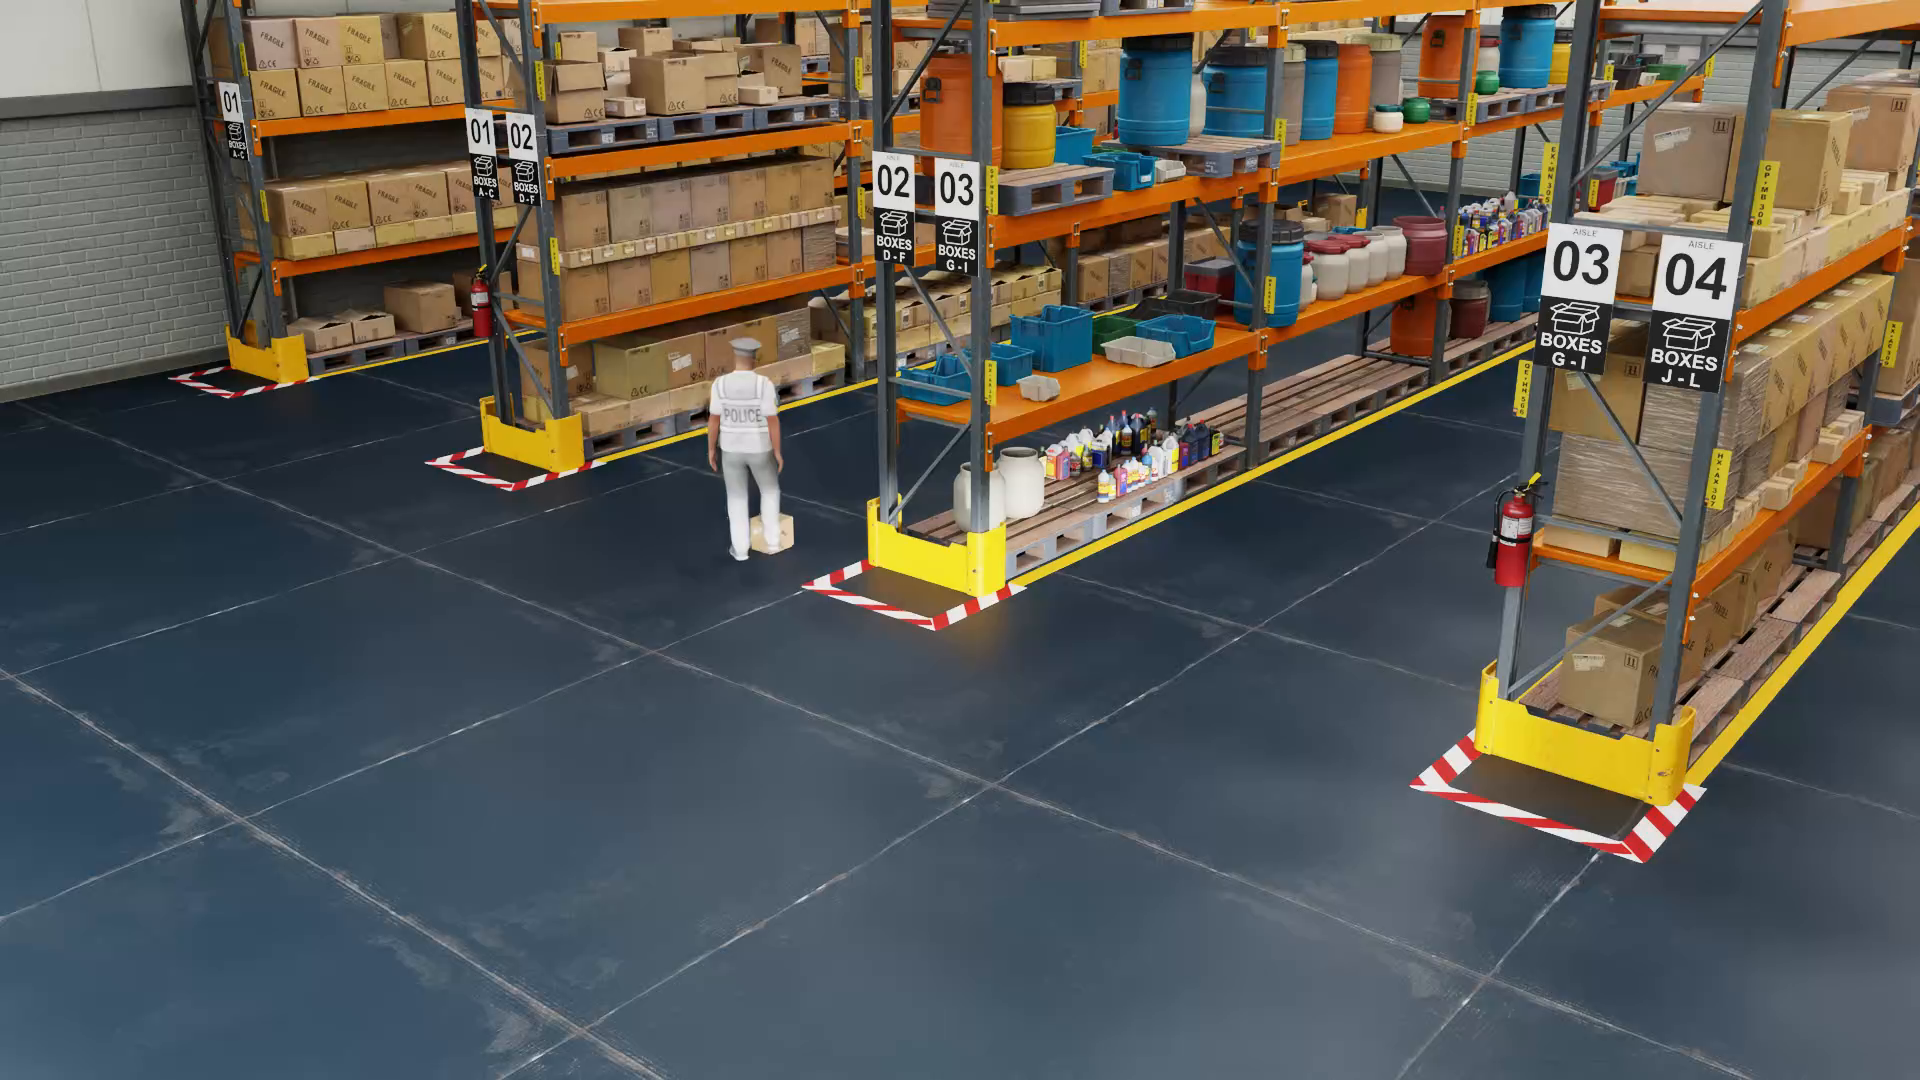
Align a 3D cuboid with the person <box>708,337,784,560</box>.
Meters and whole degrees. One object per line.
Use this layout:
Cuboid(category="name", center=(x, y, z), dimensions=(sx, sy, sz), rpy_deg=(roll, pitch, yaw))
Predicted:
Cuboid(category="person", center=(-1.664, -0.720, 13.031), dimensions=(0.593, 1.760, 0.562), rpy_deg=(0, 20, 1))
